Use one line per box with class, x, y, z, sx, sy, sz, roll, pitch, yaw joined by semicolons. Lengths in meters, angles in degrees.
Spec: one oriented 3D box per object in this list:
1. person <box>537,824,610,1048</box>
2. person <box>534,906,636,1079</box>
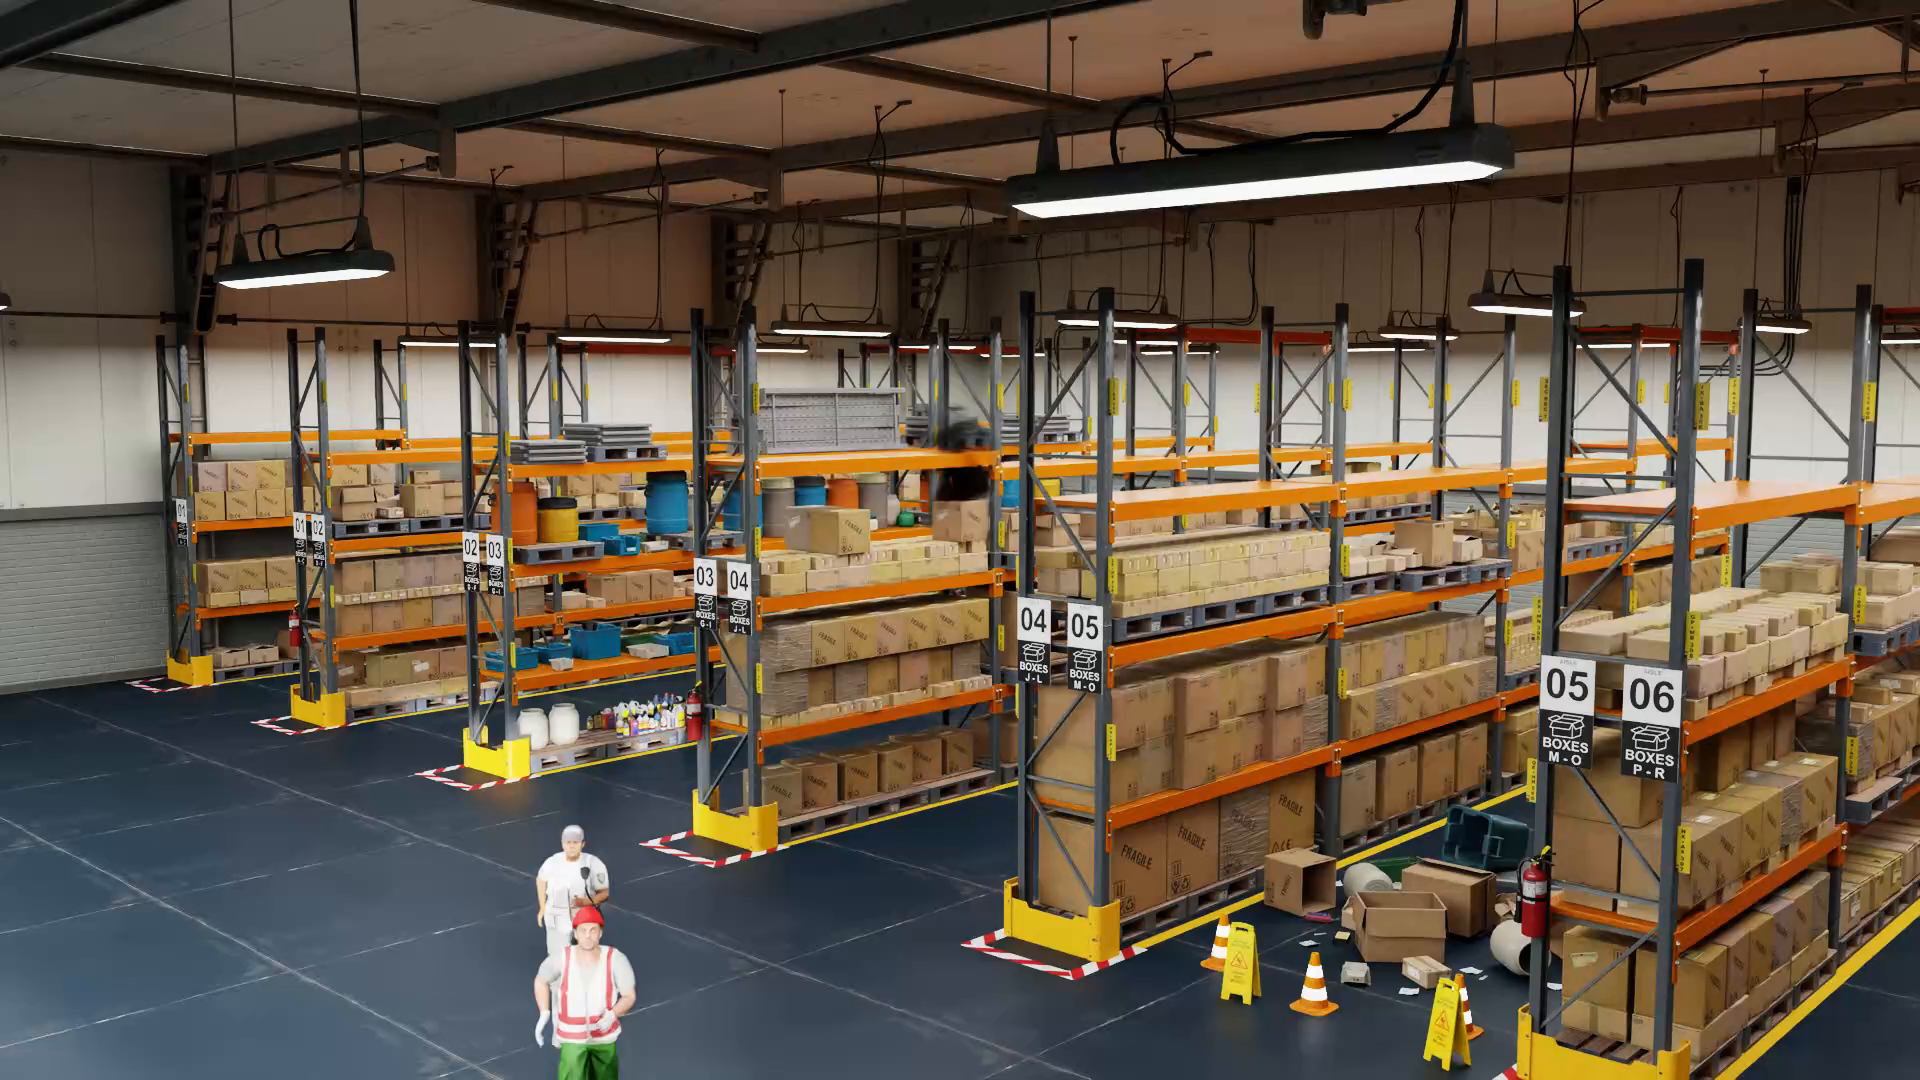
person;-3.066;3.107;13.195;0.577;1.729;0.725;-1;5;-11
person;-2.425;3.259;10.820;0.646;1.743;0.649;-2;6;-16
